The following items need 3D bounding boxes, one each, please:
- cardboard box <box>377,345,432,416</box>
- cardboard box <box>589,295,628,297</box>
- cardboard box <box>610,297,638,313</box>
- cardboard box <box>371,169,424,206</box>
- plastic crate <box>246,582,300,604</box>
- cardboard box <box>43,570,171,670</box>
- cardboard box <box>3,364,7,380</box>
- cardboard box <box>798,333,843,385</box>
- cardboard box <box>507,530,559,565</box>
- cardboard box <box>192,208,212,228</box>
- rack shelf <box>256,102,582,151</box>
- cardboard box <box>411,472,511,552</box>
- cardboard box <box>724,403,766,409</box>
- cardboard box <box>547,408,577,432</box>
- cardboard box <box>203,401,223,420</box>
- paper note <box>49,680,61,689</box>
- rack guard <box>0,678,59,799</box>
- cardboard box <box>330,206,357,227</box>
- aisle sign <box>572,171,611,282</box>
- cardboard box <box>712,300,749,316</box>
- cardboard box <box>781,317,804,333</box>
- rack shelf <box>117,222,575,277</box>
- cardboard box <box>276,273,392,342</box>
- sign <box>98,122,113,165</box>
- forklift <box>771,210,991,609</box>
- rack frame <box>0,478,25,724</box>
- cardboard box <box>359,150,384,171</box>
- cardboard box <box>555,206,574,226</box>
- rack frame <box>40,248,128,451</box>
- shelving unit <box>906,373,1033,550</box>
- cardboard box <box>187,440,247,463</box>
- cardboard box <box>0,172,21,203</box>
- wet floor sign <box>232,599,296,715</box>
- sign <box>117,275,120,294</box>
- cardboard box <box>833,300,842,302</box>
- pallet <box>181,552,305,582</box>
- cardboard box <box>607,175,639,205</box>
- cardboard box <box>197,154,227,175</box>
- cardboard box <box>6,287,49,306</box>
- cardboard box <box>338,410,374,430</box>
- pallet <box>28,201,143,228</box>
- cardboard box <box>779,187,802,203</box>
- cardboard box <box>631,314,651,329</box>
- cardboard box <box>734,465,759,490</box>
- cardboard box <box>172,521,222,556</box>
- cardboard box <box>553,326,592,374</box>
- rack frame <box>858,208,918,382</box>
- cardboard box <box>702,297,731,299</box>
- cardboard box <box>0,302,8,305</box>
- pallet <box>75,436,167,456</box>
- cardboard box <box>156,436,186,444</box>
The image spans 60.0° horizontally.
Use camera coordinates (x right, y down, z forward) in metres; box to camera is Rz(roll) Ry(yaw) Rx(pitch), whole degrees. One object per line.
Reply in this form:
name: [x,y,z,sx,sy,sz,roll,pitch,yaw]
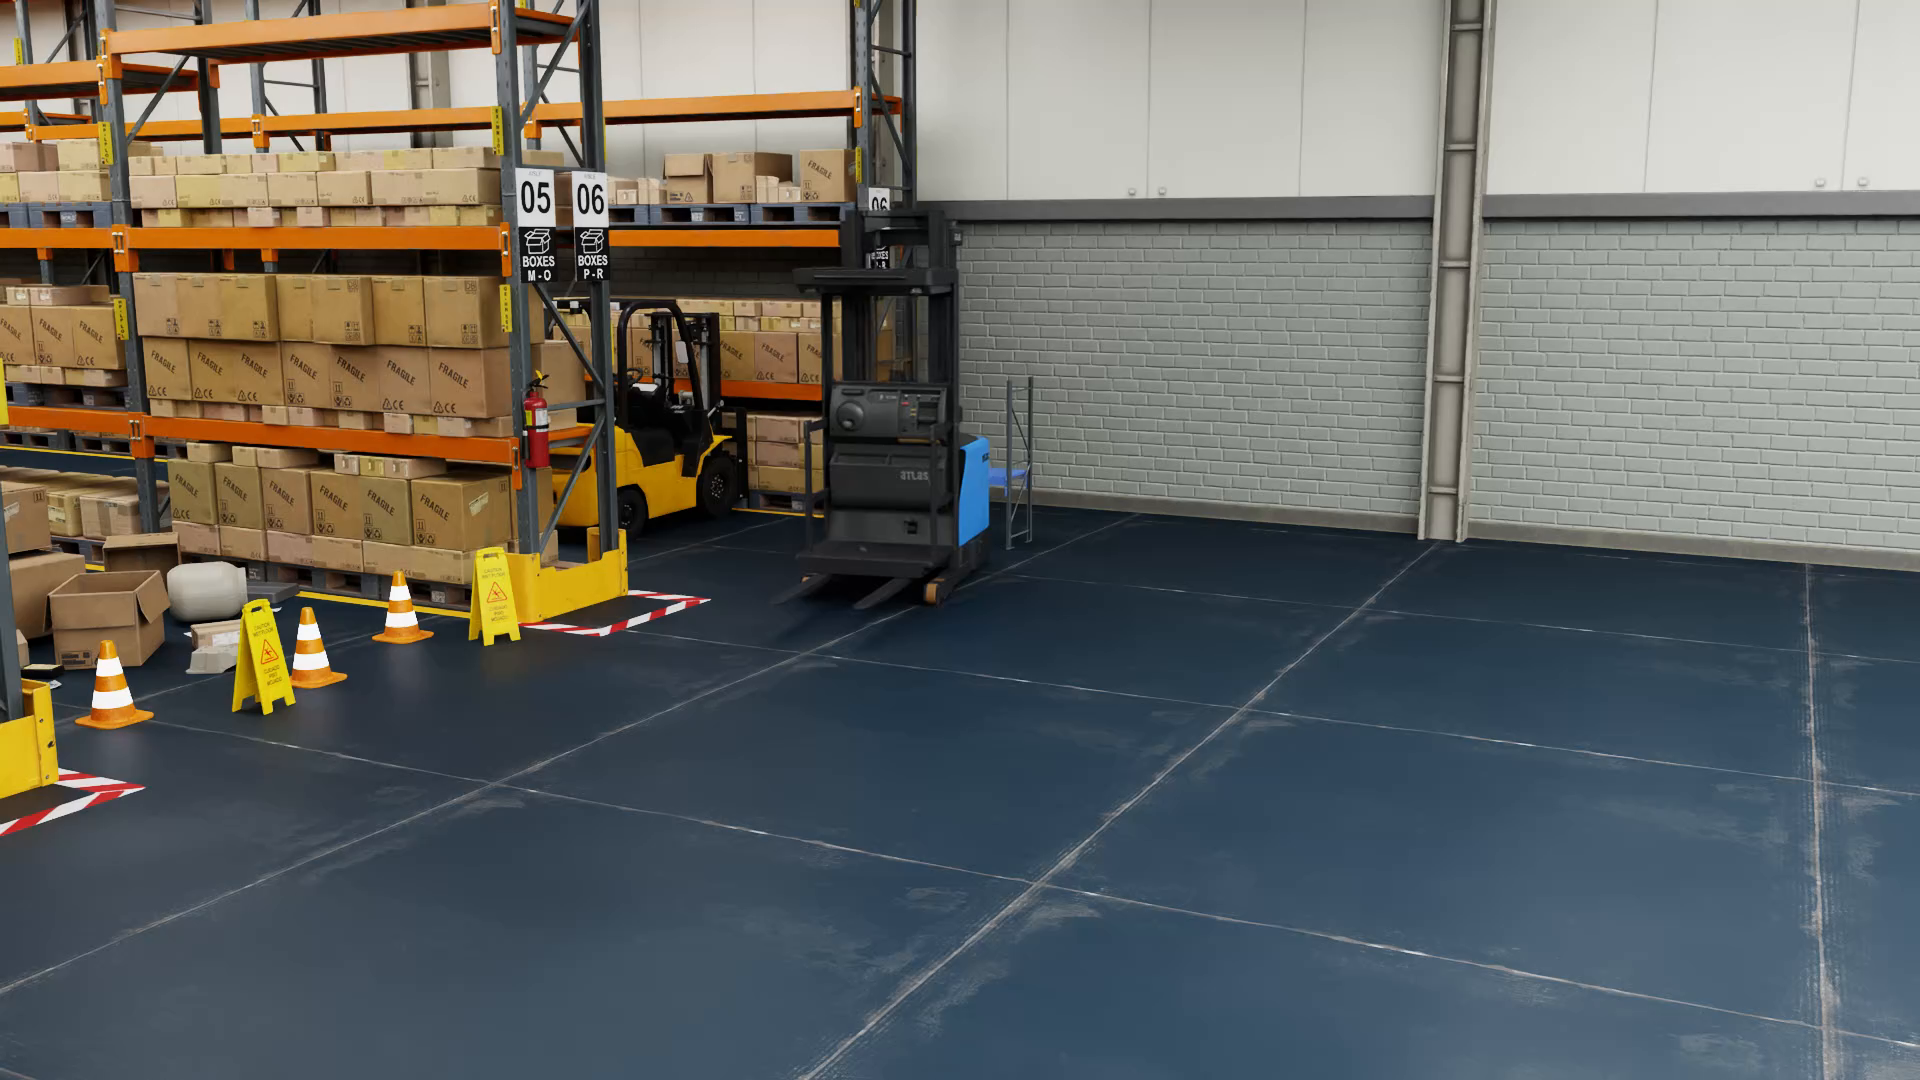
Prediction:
cardboard box: [-3.955,-1.210,12.376,0.500,0.500,0.500,5,11,26]
cardboard box: [-3.873,-2.621,18.354,0.250,0.149,0.380,5,11,26]
cardboard box: [-3.631,-2.501,17.688,0.250,0.149,0.380,5,11,25]
cardboard box: [-3.922,-2.563,12.132,0.500,0.250,0.500,5,11,25]
plastic crate: [-5.441,0.401,12.790,0.583,0.080,0.402,1,10,6]
cardboard box: [-5.594,0.519,10.949,0.637,0.503,0.797,-2,11,-14]
cardboard box: [-8.169,-1.490,14.565,0.250,0.149,0.380,5,11,24]
cardboard box: [-1.263,-1.814,16.551,0.500,0.500,0.500,5,11,25]
cardboard box: [-3.500,0.063,12.998,0.500,0.250,0.500,5,11,25]
cardboard box: [-5.834,-2.548,13.167,0.250,0.149,0.380,5,11,26]
rack shelf: [-6.087,-4.642,18.755,4.000,0.370,1.077,5,11,26]
cardboard box: [-3.733,-0.219,12.455,0.500,0.500,0.500,5,11,26]
cardboard box: [-2.403,-1.303,17.743,0.500,0.250,0.500,5,11,25]
cardboard box: [-3.112,-0.911,12.549,0.250,0.149,0.380,5,11,26]
cardboard box: [-5.844,-1.063,13.386,0.250,0.149,0.380,5,11,26]
paper note: [-5.616,0.894,10.211,0.144,0.017,0.142,-10,14,-43]
rack guard: [-4.977,1.055,7.996,0.348,0.500,1.175,5,11,26]
cardboard box: [-4.479,-2.416,12.442,0.250,0.149,0.380,5,11,24]
aisle sign: [-2.706,-2.299,12.211,0.004,0.787,0.394,5,11,26]
cardboard box: [-2.309,-2.362,16.922,0.250,0.149,0.380,5,12,27]
cardboard box: [-1.589,-2.165,16.667,0.250,0.149,0.380,5,12,27]
rack shelf: [-4.692,-2.255,12.863,4.000,0.370,1.077,5,11,26]
cardboard box: [-4.793,-1.794,12.799,0.500,0.500,0.700,5,11,25]
sign: [-6.728,-3.126,13.098,0.005,0.325,0.100,5,11,26]
forklift: [-0.608,-1.029,12.688,1.130,2.935,3.031,3,11,14]
rack frame: [-4.998,-0.177,7.784,0.127,3.000,1.000,5,11,26]
cardboard box: [-4.205,-2.792,12.276,0.250,0.149,0.380,5,11,26]
cardboard box: [-3.053,-2.406,12.382,0.250,0.149,0.380,5,11,26]
rack frame: [-11.467,-2.714,21.802,0.127,3.000,1.000,5,11,26]
shelving unit: [0.076,-0.731,15.059,1.048,1.500,0.538,5,11,26]
cardboard box: [-5.991,-0.723,13.418,0.250,0.149,0.380,5,11,27]
cardboard box: [-7.982,-3.003,14.220,0.500,0.250,0.500,5,11,27]
wet floor sign: [-4.096,0.668,9.728,0.232,0.644,0.267,3,11,16]
sign: [-11.225,-3.372,22.190,0.005,0.325,0.100,5,11,26]
cardboard box: [-1.123,-2.375,16.990,0.250,0.149,0.380,5,12,28]
pallet: [-5.868,0.129,13.924,1.213,0.211,1.003,5,11,26]
cardboard box: [-3.655,-3.667,17.436,0.500,0.311,0.500,5,12,27]
cardboard box: [-5.645,-2.895,12.848,0.250,0.149,0.380,5,11,25]
cardboard box: [-7.880,-2.082,14.196,0.250,0.149,0.380,4,11,23]
cardboard box: [-4.507,-0.936,12.687,0.250,0.149,0.380,5,11,25]
pallet: [-6.993,-2.740,14.050,1.003,0.211,1.213,5,11,26]
cardboard box: [-1.583,-3.393,16.379,0.250,0.149,0.380,5,11,24]
cardboard box: [-3.222,-2.296,17.393,0.250,0.149,0.380,5,11,25]
cardboard box: [-2.154,-0.690,17.161,0.500,0.250,0.500,5,11,26]
cardboard box: [-6.076,-0.054,13.650,0.500,0.250,0.500,4,11,23]
cardboard box: [-4.011,-2.056,17.887,0.500,0.500,0.500,5,11,24]
rack frame: [-0.706,-1.768,16.578,0.127,3.000,1.000,5,11,26]
cardboard box: [-2.526,-2.490,17.630,0.250,0.149,0.380,5,12,27]
cardboard box: [-8.377,-1.814,14.535,0.500,0.500,0.500,5,11,24]
pallet: [-10.721,-1.284,21.730,1.213,0.211,1.003,5,11,26]
cardboard box: [-9.743,-1.494,20.903,0.500,0.500,0.500,5,11,24]
